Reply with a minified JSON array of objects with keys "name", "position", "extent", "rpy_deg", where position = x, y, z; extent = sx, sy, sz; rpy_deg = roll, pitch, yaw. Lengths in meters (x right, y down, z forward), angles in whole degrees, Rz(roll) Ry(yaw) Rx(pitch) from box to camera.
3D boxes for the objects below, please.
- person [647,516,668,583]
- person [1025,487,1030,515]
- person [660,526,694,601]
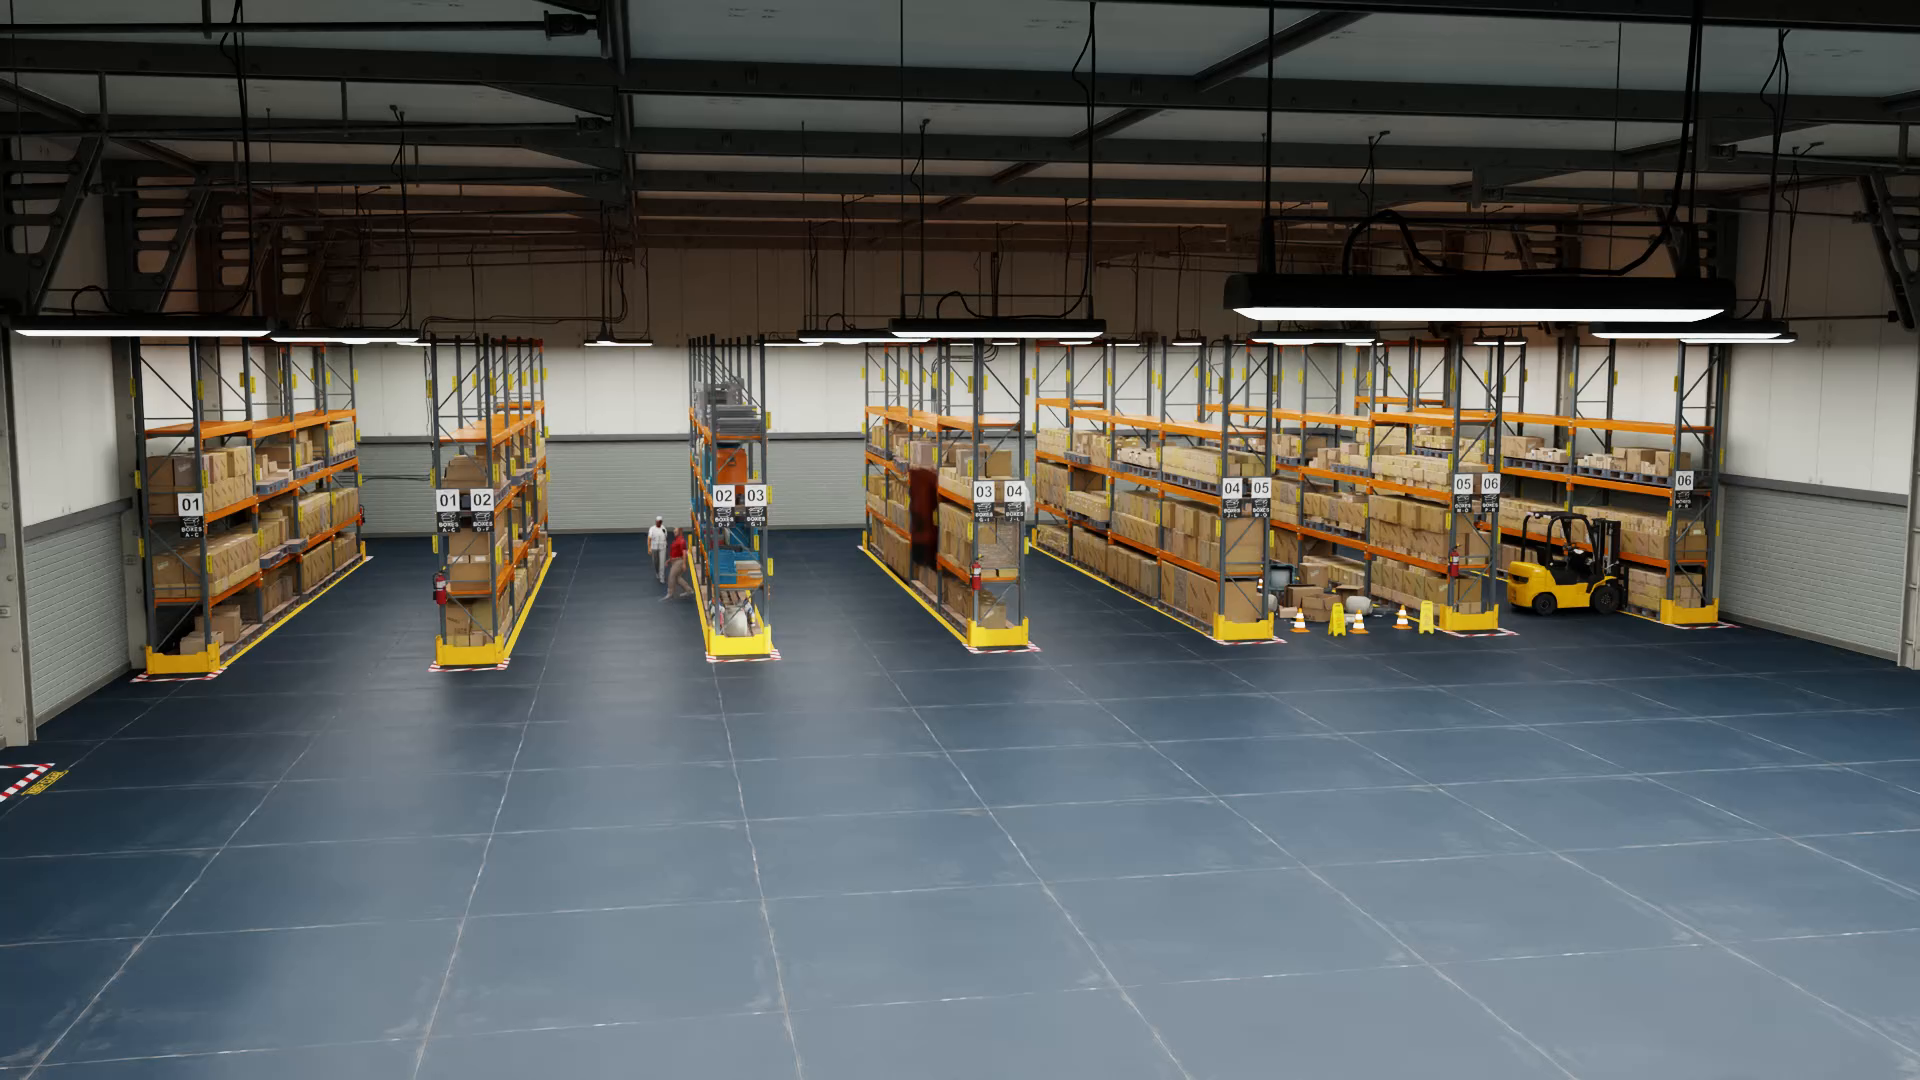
[{"name":"person","position":[-7.442,0.216,40.968],"extent":[0.497,1.612,1.007],"rpy_deg":[-1,7,-5]},{"name":"person","position":[1.850,-1.038,51.404],"extent":[0.591,1.720,1.202],"rpy_deg":[2,7,18]},{"name":"person","position":[-6.475,0.531,38.048],"extent":[0.819,1.704,0.606],"rpy_deg":[-3,7,-25]}]
